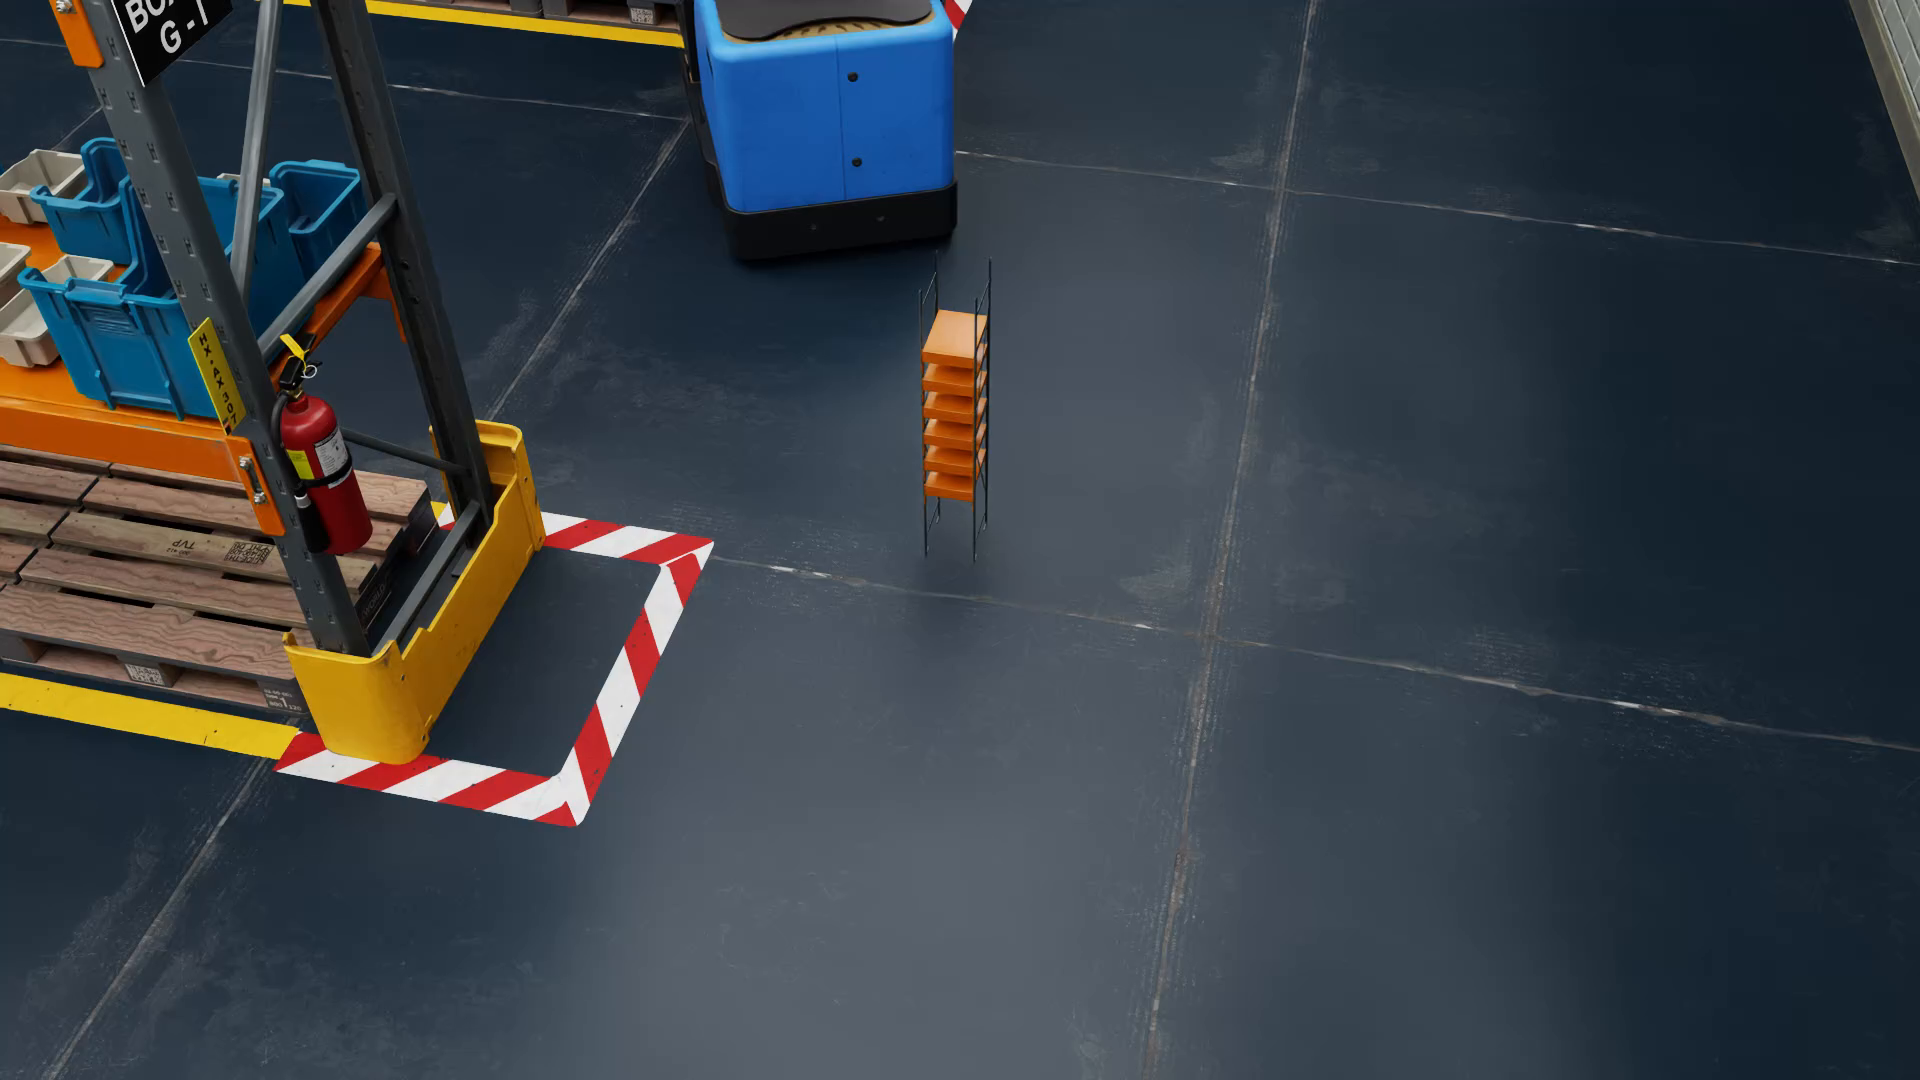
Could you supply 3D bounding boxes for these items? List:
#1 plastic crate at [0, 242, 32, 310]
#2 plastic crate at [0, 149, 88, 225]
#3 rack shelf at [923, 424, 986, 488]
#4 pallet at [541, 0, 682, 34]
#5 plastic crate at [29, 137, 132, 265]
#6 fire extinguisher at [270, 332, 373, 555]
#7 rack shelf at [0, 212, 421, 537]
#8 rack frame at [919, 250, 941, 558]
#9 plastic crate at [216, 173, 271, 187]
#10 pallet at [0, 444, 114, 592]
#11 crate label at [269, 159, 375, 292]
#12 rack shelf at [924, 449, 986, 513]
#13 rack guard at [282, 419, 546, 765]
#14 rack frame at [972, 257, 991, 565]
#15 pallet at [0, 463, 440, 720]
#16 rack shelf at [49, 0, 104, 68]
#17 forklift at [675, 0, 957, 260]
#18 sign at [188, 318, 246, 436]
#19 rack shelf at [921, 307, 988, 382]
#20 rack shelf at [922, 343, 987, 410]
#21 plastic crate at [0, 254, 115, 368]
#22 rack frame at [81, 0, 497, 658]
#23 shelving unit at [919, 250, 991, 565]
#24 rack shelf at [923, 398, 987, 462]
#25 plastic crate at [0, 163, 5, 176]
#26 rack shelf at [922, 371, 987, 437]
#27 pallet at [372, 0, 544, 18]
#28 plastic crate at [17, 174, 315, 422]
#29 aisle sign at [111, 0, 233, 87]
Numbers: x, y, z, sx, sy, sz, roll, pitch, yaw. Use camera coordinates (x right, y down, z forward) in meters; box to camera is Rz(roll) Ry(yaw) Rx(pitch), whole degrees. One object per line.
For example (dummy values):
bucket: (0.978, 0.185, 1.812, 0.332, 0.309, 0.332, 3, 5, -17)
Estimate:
plastic crate: (-2.982, -0.728, 4.990, 0.243, 0.136, 0.396, 9, 45, 9)
plastic crate: (-2.993, -1.141, 5.419, 0.298, 0.136, 0.250, 9, 45, 9)
rack shelf: (-0.014, -0.316, 5.950, 0.180, 0.103, 0.258, 9, 45, 9)
pallet: (-1.634, -3.225, 9.449, 1.213, 0.211, 1.003, 9, 45, 9)
plastic crate: (-2.678, -1.068, 5.274, 0.300, 0.233, 0.416, 9, 45, 9)
fire extinguisher: (-1.819, -0.254, 4.676, 0.183, 0.674, 0.296, 9, 45, 9)
rack shelf: (-3.818, -0.791, 5.427, 4.000, 0.370, 1.077, 9, 45, 9)
rack frame: (-0.103, -0.448, 5.851, 0.006, 1.200, 0.240, 9, 45, 9)
plastic crate: (-2.331, -1.038, 5.313, 0.298, 0.136, 0.250, 9, 45, 9)
pallet: (-3.850, -0.080, 6.180, 1.213, 0.211, 1.003, 9, 45, 9)
crate label: (-2.036, -0.968, 5.171, 0.303, 0.233, 0.416, 9, 45, 9)
rack shelf: (-0.014, -0.230, 6.033, 0.180, 0.103, 0.258, 9, 45, 9)
rack guard: (-1.840, 0.149, 5.735, 0.348, 0.500, 1.175, 9, 45, 9)
rack frame: (0.075, -0.421, 5.822, 0.006, 1.200, 0.240, 9, 45, 9)
pallet: (-2.663, 0.107, 5.987, 1.213, 0.211, 1.003, 9, 45, 9)
rack shelf: (-3.818, -1.871, 4.387, 4.000, 0.370, 1.077, 9, 45, 9)
forklift: (-0.845, -3.350, 7.617, 1.130, 2.935, 3.031, -9, 45, -9)
sign: (-1.971, -0.431, 4.417, 0.005, 0.325, 0.100, 9, 45, 9)
rack shelf: (-0.014, -0.662, 5.617, 0.180, 0.103, 0.258, 9, 45, 9)
rack shelf: (-0.014, -0.575, 5.701, 0.180, 0.103, 0.258, 9, 45, 9)
plastic crate: (-2.702, -0.674, 4.935, 0.243, 0.136, 0.396, 9, 45, 9)
rack frame: (-1.867, -0.747, 4.863, 0.127, 3.000, 1.000, 9, 45, 9)
shelving unit: (-0.014, -0.434, 5.836, 0.189, 1.200, 0.258, 9, 45, 9)
rack shelf: (-0.014, -0.402, 5.867, 0.180, 0.103, 0.258, 9, 45, 9)
plastic crate: (-3.321, -1.168, 5.378, 0.300, 0.233, 0.416, 9, 45, 9)
rack shelf: (-0.014, -0.489, 5.784, 0.180, 0.103, 0.258, 9, 45, 9)
pallet: (-2.821, -3.412, 9.642, 1.213, 0.211, 1.003, 9, 45, 9)
plastic crate: (-2.234, -0.706, 4.751, 0.499, 0.435, 0.616, 9, 45, 9)
aisle sign: (-1.860, -1.474, 3.744, 0.004, 0.787, 0.394, 9, 45, 9)
